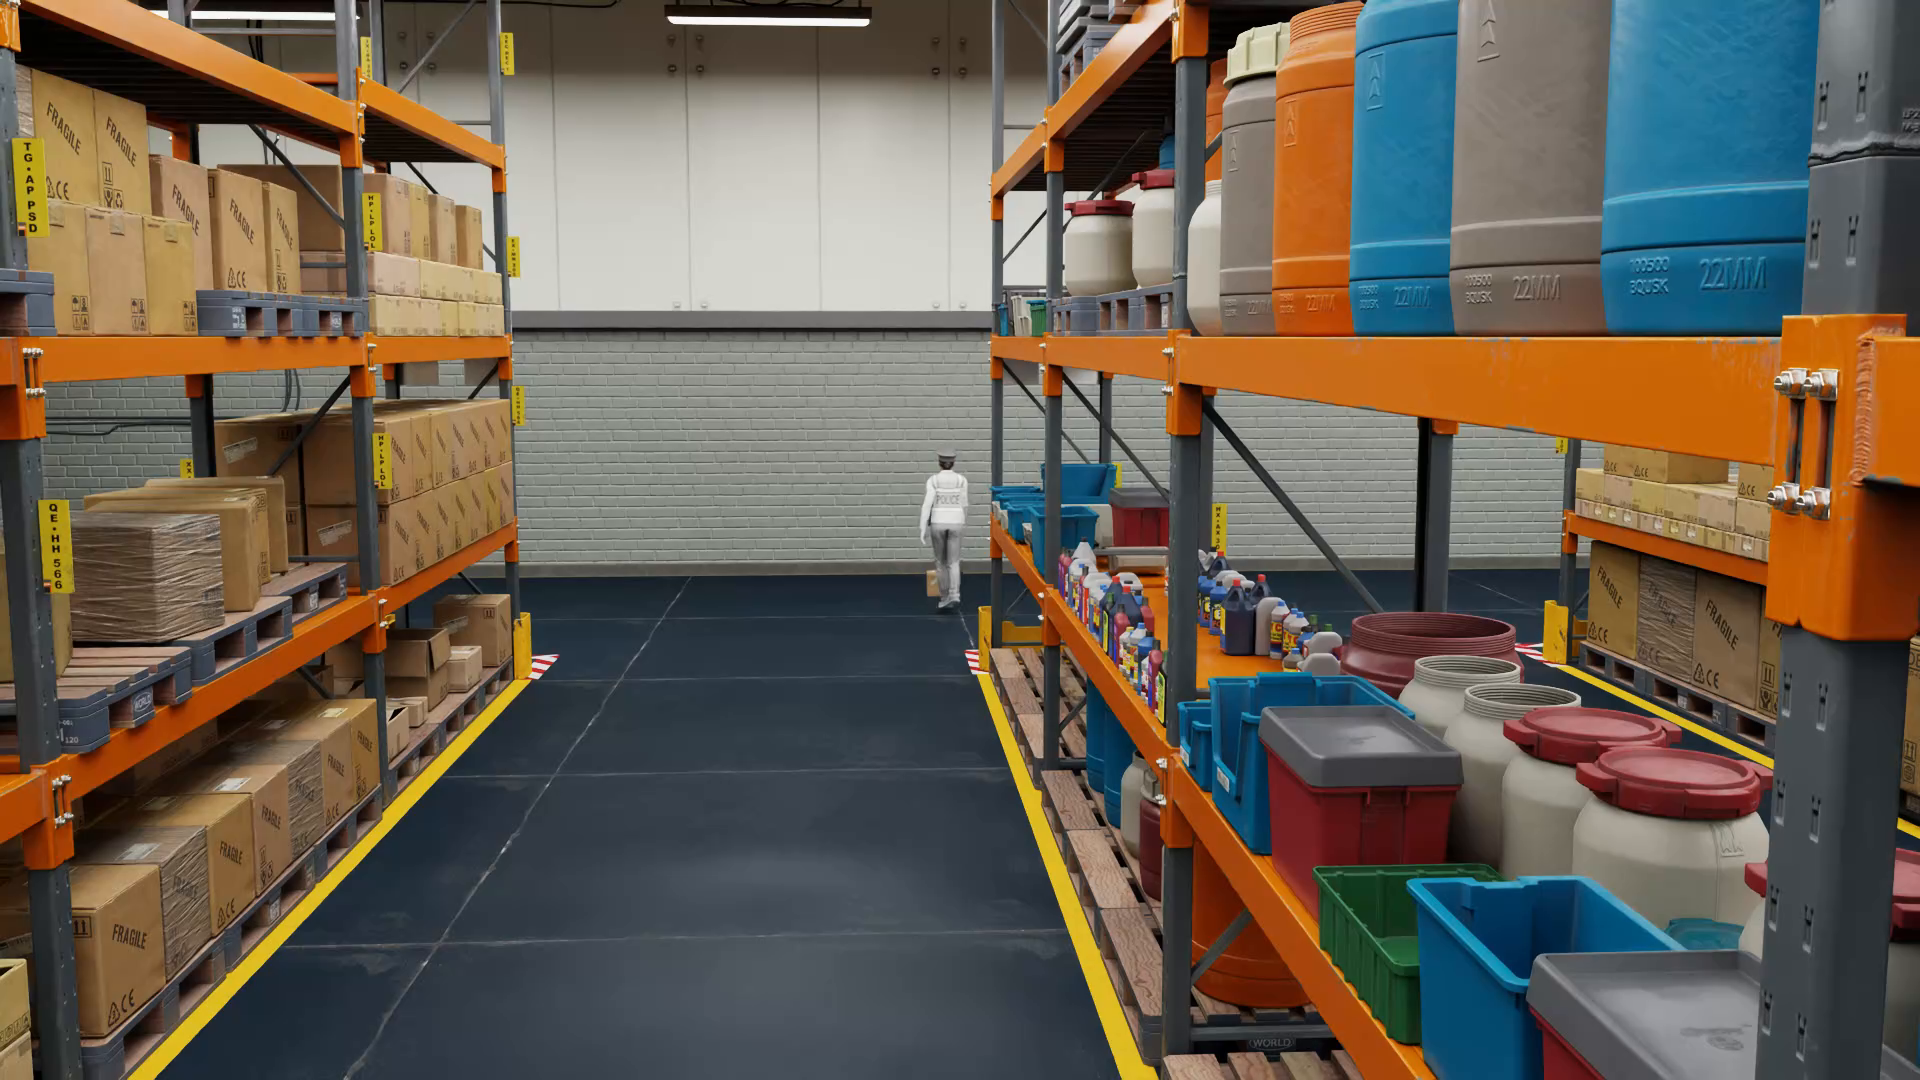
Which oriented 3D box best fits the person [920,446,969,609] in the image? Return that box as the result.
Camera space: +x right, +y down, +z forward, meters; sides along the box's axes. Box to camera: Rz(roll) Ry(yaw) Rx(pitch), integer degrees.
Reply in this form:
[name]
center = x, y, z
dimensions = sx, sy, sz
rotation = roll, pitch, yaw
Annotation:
[person]
center = -0.161, -0.122, 17.131
dimensions = 0.508, 1.670, 0.712
rotation = 0, 7, -2
